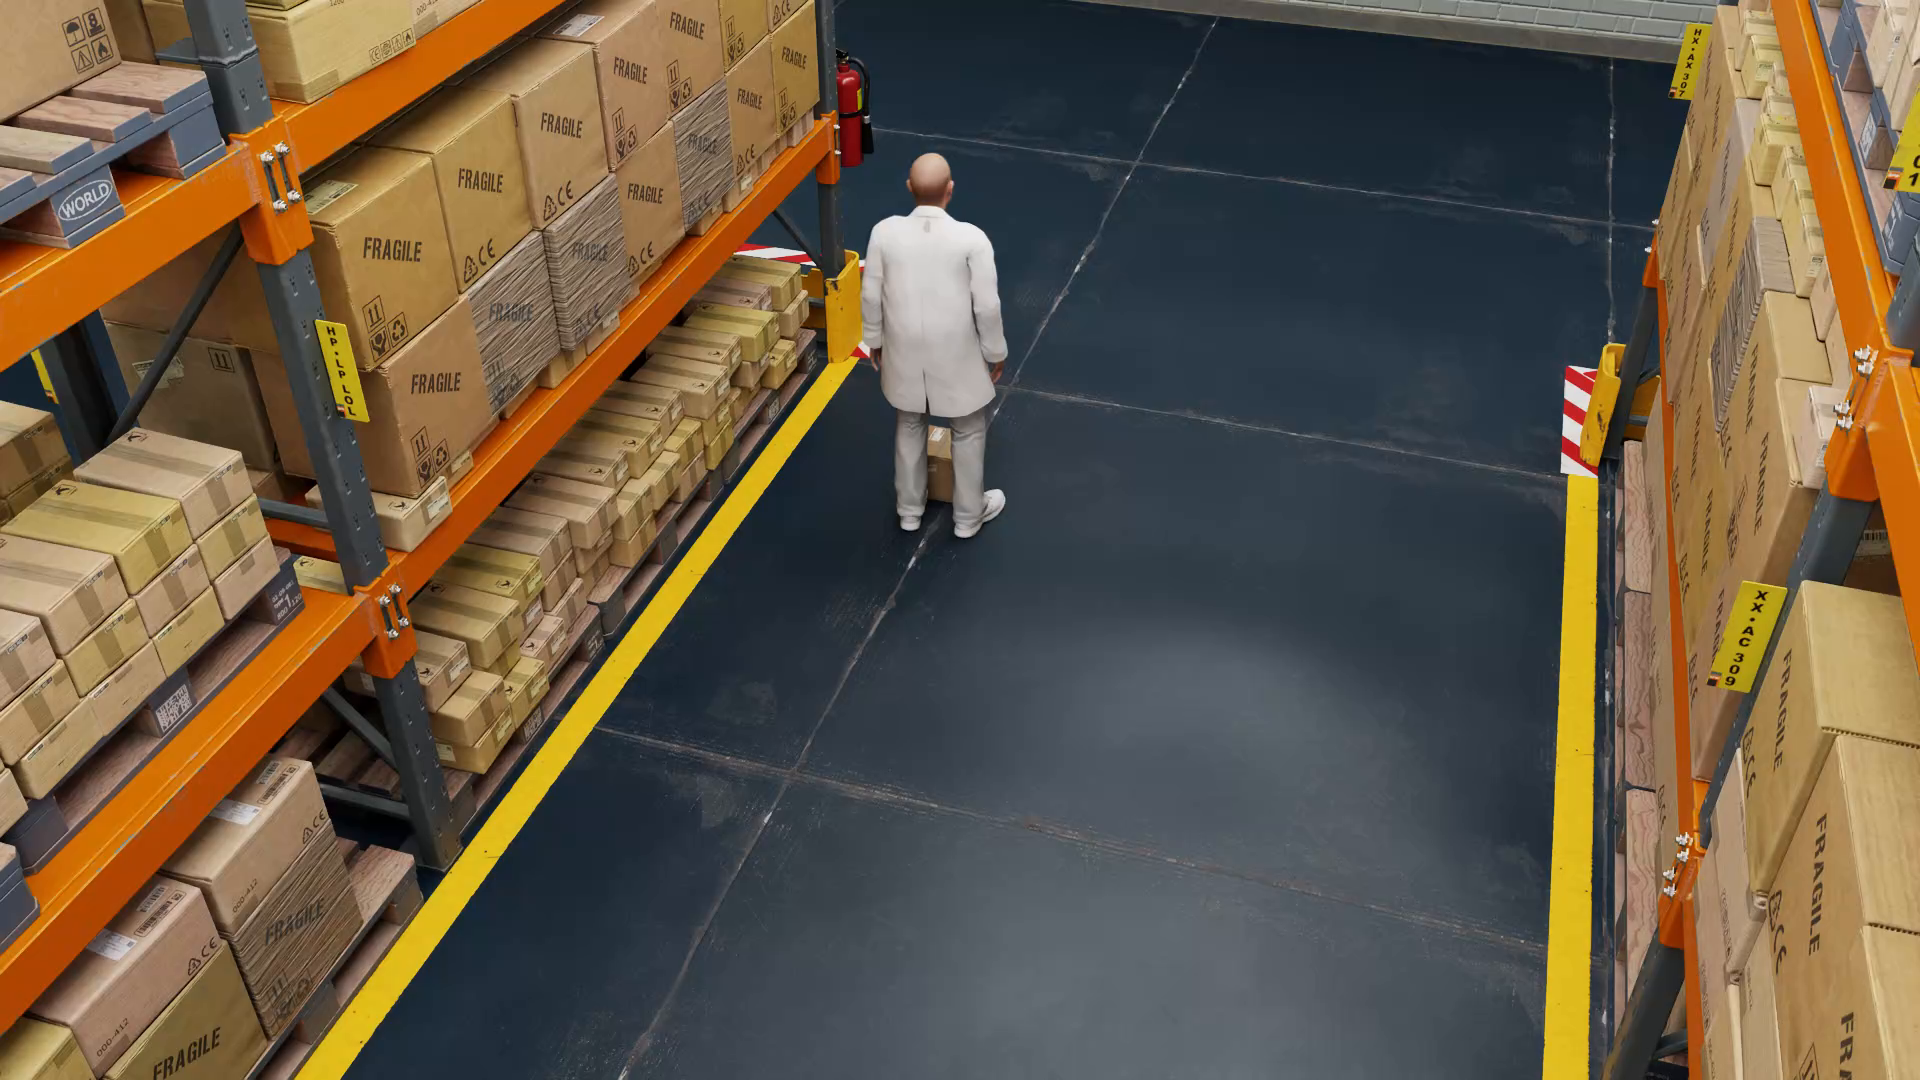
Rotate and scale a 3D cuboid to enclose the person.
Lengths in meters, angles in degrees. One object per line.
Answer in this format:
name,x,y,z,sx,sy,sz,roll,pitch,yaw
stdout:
person,-0.112,-0.826,7.276,0.653,1.774,0.418,9,37,12
